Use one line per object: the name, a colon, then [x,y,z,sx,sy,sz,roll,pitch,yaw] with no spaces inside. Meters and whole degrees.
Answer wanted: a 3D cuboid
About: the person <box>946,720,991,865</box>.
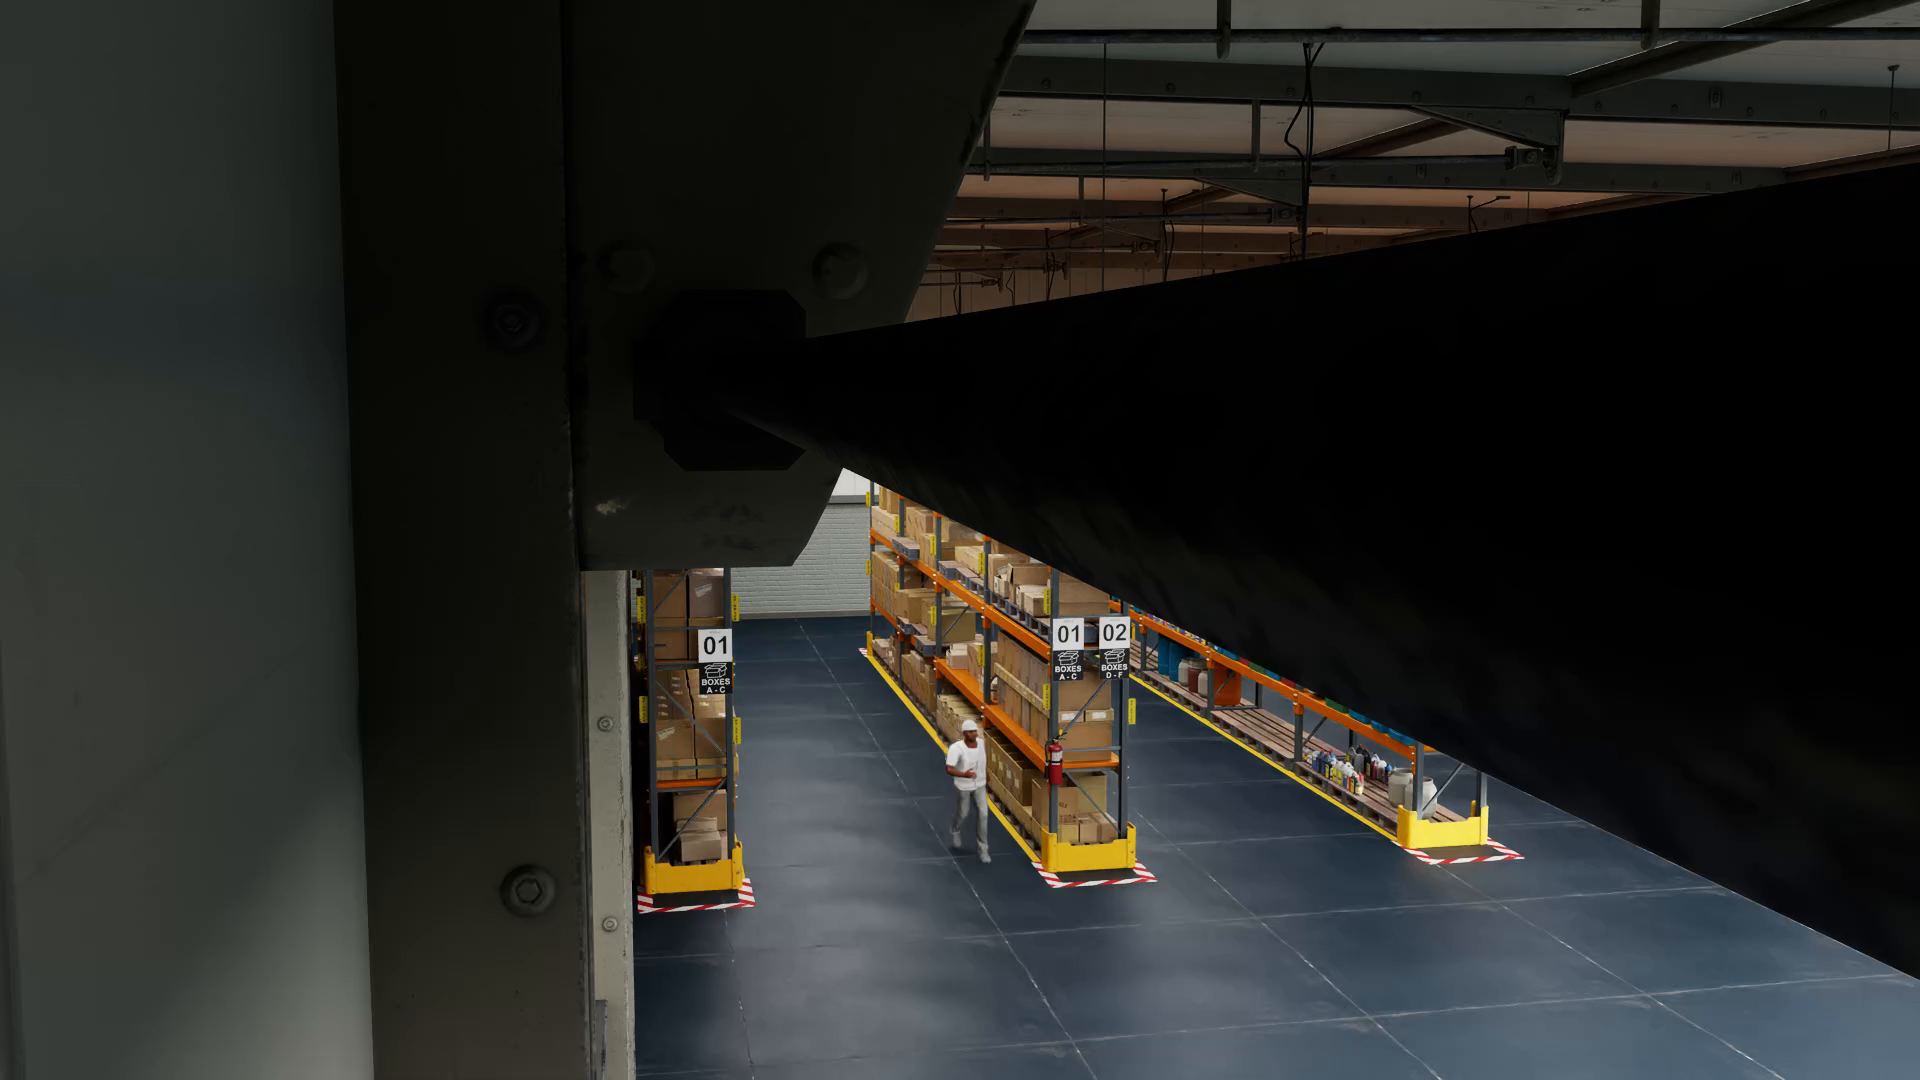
person: [0.105,3.202,21.479,0.681,1.806,0.924,-3,7,-25]
